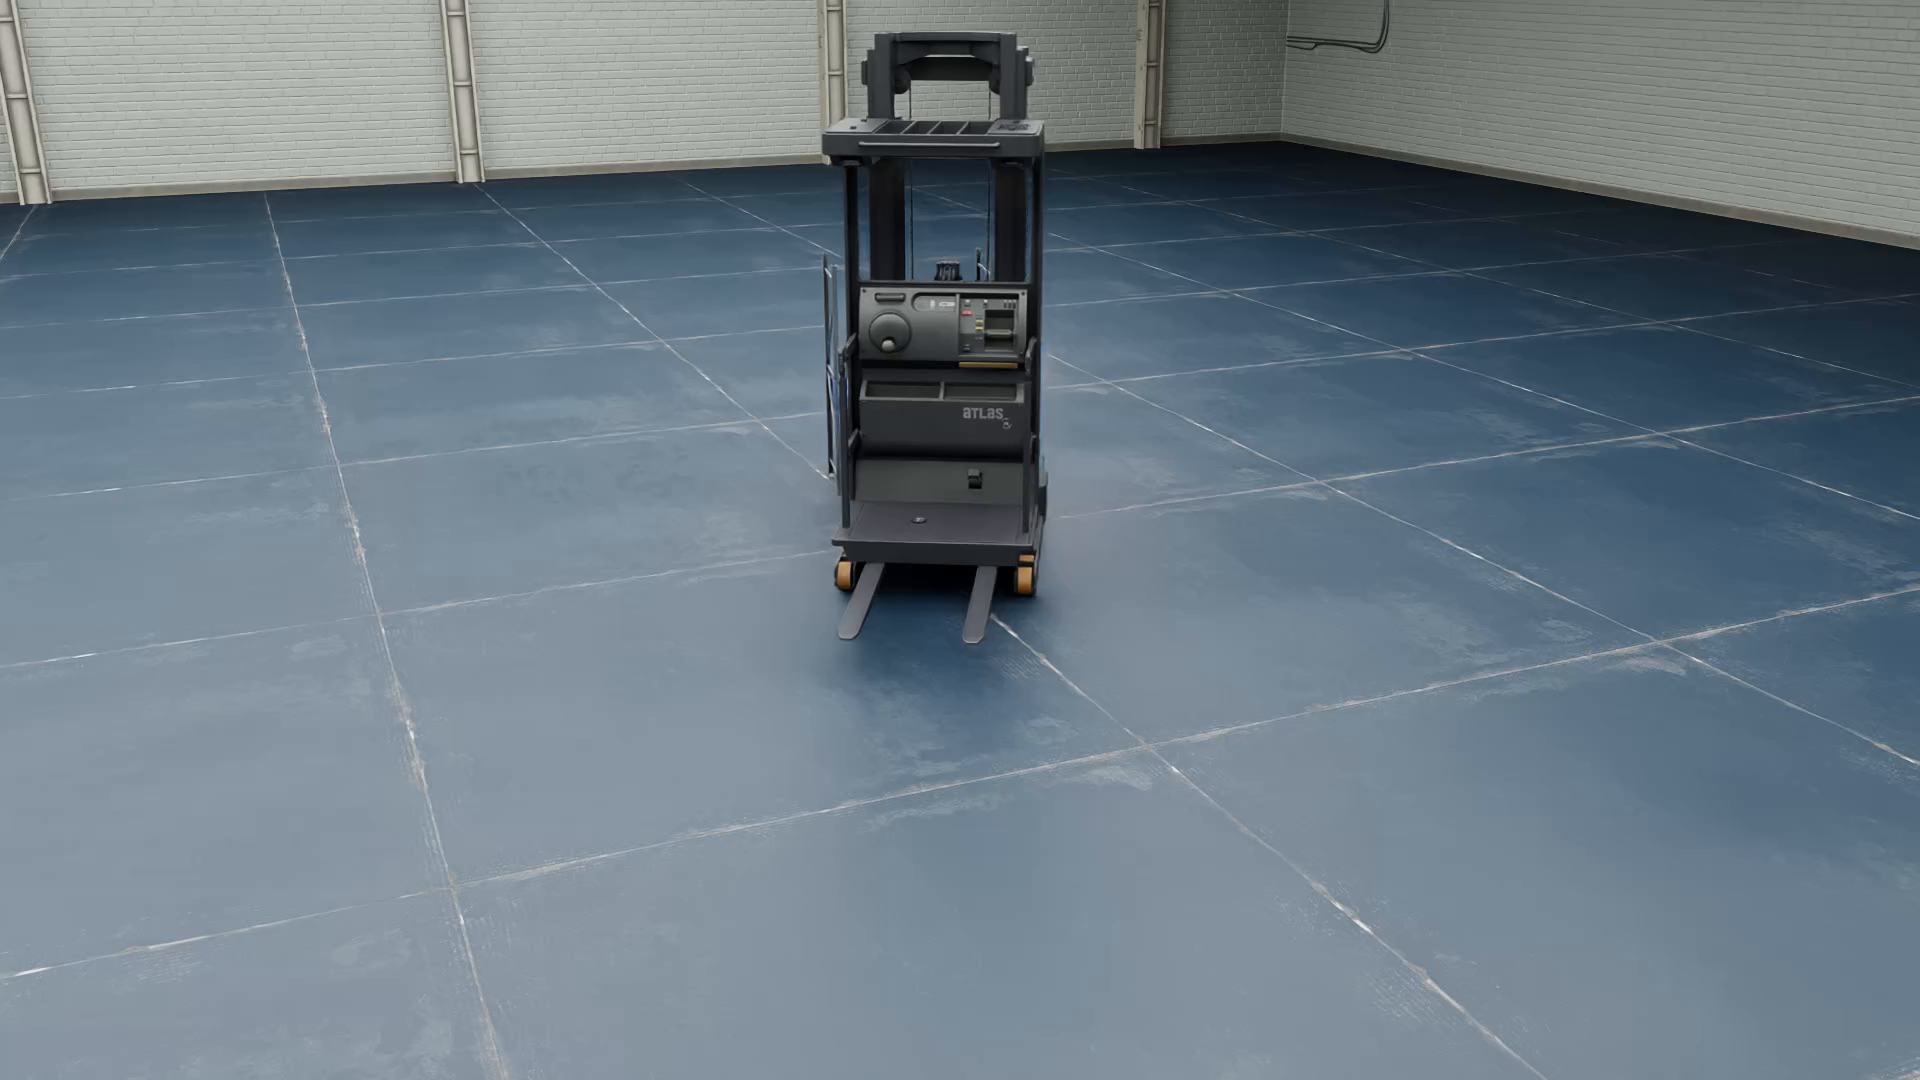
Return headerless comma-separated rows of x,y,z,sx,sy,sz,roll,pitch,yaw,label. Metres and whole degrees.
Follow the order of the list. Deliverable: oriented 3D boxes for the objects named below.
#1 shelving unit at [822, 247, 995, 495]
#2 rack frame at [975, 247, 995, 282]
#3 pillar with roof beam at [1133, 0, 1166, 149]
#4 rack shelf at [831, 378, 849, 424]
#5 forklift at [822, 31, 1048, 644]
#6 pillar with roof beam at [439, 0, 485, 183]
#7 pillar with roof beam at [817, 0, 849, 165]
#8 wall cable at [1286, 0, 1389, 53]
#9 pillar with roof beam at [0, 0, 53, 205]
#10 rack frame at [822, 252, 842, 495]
-0.334,-1.114,10.928,1.048,1.500,0.538,-4,20,-11,shelving unit
0.164,-1.147,11.022,0.032,1.500,0.500,-4,20,-11,rack frame
5.112,-10.093,25.138,0.400,9.000,9.100,-8,21,-22,pillar with roof beam
-0.334,-0.945,10.988,1.000,0.185,0.538,-4,20,-11,rack shelf
-0.111,-1.189,8.987,1.130,2.935,3.031,2,19,5,forklift
-5.906,-8.514,20.654,0.400,9.000,9.100,-8,21,-22,pillar with roof beam
-0.397,-9.304,22.896,0.400,9.000,9.100,-8,21,-22,pillar with roof beam
6.636,-9.926,29.337,0.112,2.526,3.097,-8,21,-22,wall cable
-11.416,-7.725,18.413,0.400,9.000,9.100,-8,21,-22,pillar with roof beam
-0.833,-1.081,10.834,0.032,1.500,0.500,-4,20,-11,rack frame
